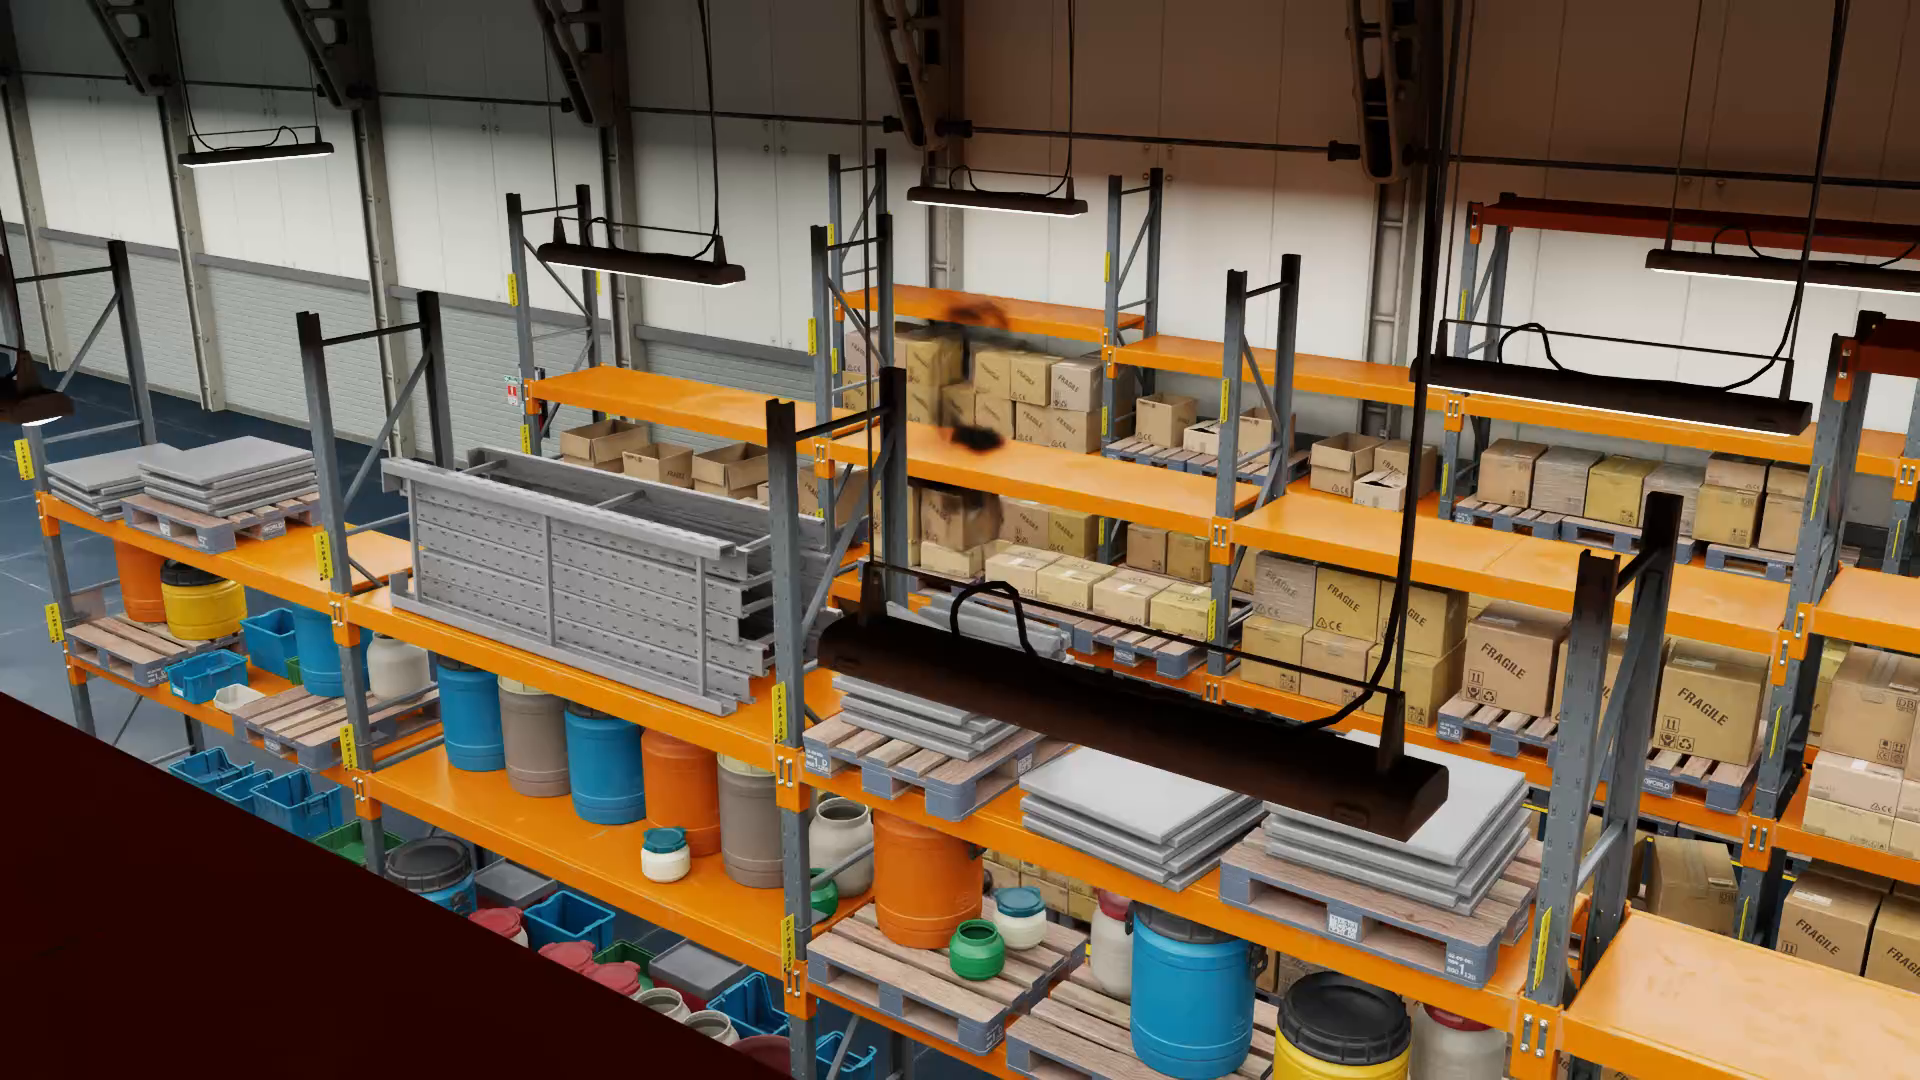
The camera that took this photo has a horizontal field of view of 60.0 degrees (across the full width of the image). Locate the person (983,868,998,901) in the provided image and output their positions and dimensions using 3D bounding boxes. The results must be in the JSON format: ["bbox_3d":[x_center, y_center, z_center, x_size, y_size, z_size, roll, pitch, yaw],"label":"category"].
[{"bbox_3d":[0.192,3.258,12.862,0.561,1.601,0.595,10,21,27],"label":"person"}]
